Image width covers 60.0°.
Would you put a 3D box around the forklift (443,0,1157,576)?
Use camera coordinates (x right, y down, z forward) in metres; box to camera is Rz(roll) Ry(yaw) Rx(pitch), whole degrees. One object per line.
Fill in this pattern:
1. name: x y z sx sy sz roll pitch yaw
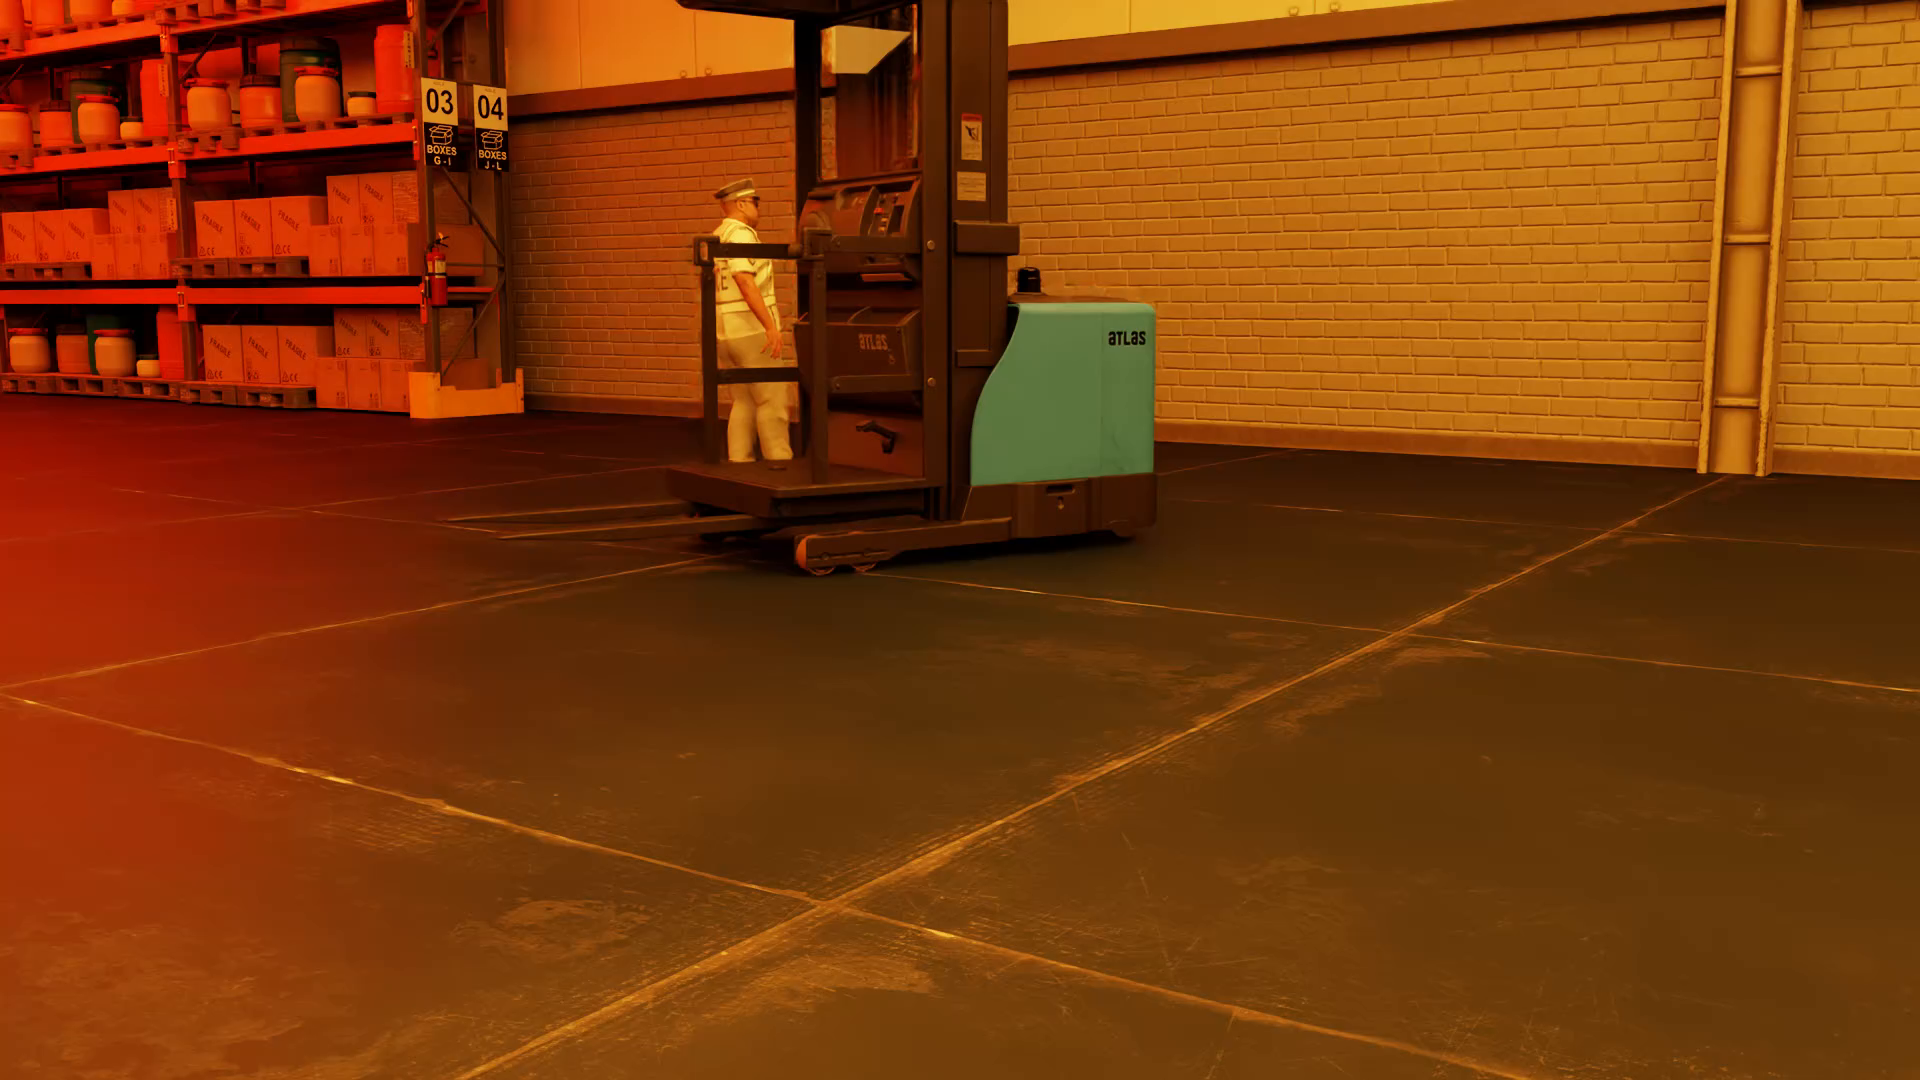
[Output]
1. forklift: -0.611 -1.394 6.992 3.031 2.935 1.130 -5 10 -33

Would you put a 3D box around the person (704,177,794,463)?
1. person: -1.138 -1.164 9.479 0.564 1.776 0.677 -5 9 -31
